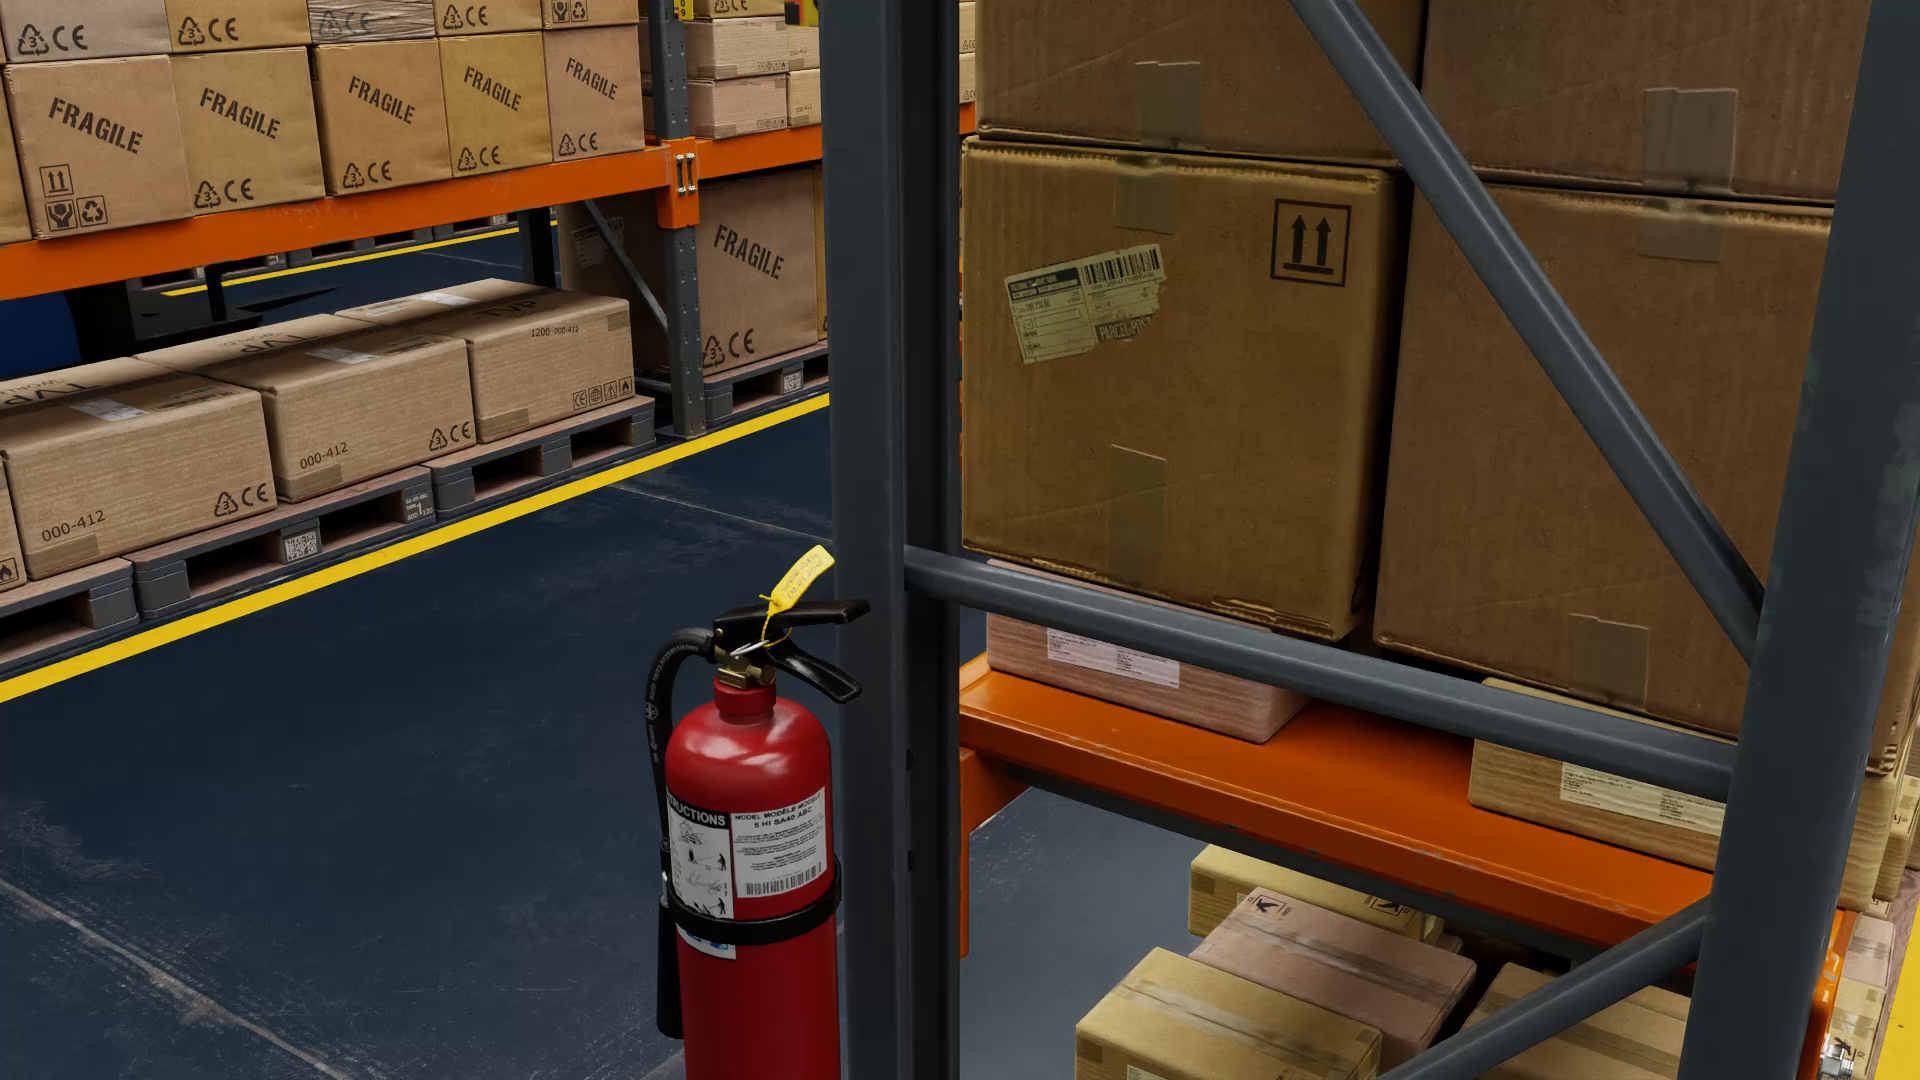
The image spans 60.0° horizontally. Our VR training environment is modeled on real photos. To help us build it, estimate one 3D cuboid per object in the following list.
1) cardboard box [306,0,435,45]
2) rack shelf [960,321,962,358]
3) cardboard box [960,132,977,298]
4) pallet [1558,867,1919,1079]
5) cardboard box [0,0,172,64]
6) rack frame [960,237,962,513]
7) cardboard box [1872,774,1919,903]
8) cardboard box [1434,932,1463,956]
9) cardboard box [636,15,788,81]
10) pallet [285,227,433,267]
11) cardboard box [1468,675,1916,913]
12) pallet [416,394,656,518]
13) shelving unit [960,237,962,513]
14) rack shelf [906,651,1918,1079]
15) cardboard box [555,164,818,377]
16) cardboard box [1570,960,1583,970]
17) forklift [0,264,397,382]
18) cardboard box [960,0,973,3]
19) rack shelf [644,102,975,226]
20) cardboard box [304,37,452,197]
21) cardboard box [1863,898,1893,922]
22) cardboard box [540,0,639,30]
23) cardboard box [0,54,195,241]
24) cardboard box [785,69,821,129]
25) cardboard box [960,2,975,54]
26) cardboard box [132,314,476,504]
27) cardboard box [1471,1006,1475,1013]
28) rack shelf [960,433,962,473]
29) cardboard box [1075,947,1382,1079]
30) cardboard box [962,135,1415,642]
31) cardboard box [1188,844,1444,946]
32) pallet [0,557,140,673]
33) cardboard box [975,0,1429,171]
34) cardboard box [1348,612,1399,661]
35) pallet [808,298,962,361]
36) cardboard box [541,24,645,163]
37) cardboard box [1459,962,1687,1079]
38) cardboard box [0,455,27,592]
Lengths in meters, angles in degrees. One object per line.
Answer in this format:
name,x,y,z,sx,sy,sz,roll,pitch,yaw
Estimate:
cardboard box,-2.202,-1.995,5.749,0.500,0.500,0.500,14,24,33
rack shelf,-0.093,-0.662,5.874,0.258,0.148,0.480,13,24,32
cardboard box,-0.308,-1.871,9.457,0.875,0.875,0.875,14,24,32
pallet,1.522,0.835,3.703,1.003,0.211,1.213,13,24,32
cardboard box,-2.770,-1.709,4.977,0.500,0.500,0.500,13,24,31
rack frame,0.044,-0.585,6.118,0.240,1.200,0.015,13,24,32
cardboard box,1.606,0.519,3.184,0.380,0.149,0.250,14,24,33
cardboard box,0.659,0.768,2.941,0.380,0.149,0.250,12,24,30
cardboard box,-1.114,-2.196,7.373,0.500,0.250,0.500,12,24,30
pallet,-4.591,-2.212,11.940,1.003,0.211,1.213,13,24,32
cardboard box,0.760,0.213,1.729,0.380,0.149,0.250,13,24,31
pallet,-2.087,-0.449,7.176,1.003,0.211,1.213,13,24,32
shelving unit,-0.093,-0.515,5.928,0.258,1.200,0.503,13,24,32
rack shelf,1.431,-0.113,3.283,1.077,0.370,4.000,13,24,32
cardboard box,-1.313,-1.354,8.059,0.875,0.875,0.875,14,25,33
cardboard box,1.257,0.664,2.794,0.380,0.149,0.250,12,23,29
forklift,-4.176,-2.129,7.795,1.130,2.935,3.031,13,24,31
cardboard box,-0.277,-2.991,8.441,0.500,0.500,0.500,13,24,31
rack shelf,-0.471,-2.197,8.917,1.077,0.370,4.000,13,24,32
cardboard box,-2.199,-1.528,5.929,0.500,0.500,0.500,13,24,31
cardboard box,1.725,0.730,3.473,0.380,0.149,0.250,13,24,32
cardboard box,-1.632,-2.287,6.538,0.500,0.500,0.500,13,24,31
cardboard box,-2.774,-1.234,5.134,0.500,0.500,0.500,13,24,32
cardboard box,-0.840,-2.113,7.871,0.500,0.250,0.500,13,24,31
cardboard box,-0.256,-2.636,8.563,0.500,0.250,0.500,12,24,30
cardboard box,-2.539,-0.539,6.487,0.875,0.438,0.875,12,24,30
cardboard box,0.839,0.846,3.157,0.380,0.149,0.250,14,24,32
rack shelf,-0.093,-0.266,6.021,0.258,0.148,0.480,13,24,32
cardboard box,0.395,0.784,2.469,0.380,0.149,0.250,14,24,32
cardboard box,0.347,-0.242,2.022,0.500,0.500,0.500,14,24,33
cardboard box,0.624,0.624,2.902,0.380,0.149,0.250,13,24,31
pallet,-3.459,0.251,5.283,1.003,0.211,1.213,13,24,32
cardboard box,0.359,-0.711,1.850,0.500,0.500,0.500,13,24,31
cardboard box,0.428,0.029,2.225,0.380,0.149,0.250,13,24,32
pallet,-0.538,-1.240,9.313,1.003,0.211,1.213,13,24,32
cardboard box,-1.644,-1.824,6.729,0.500,0.500,0.500,14,24,32
cardboard box,0.938,0.798,2.430,0.380,0.149,0.250,14,24,33
cardboard box,-3.555,-0.017,5.074,0.875,0.438,0.875,12,24,30
